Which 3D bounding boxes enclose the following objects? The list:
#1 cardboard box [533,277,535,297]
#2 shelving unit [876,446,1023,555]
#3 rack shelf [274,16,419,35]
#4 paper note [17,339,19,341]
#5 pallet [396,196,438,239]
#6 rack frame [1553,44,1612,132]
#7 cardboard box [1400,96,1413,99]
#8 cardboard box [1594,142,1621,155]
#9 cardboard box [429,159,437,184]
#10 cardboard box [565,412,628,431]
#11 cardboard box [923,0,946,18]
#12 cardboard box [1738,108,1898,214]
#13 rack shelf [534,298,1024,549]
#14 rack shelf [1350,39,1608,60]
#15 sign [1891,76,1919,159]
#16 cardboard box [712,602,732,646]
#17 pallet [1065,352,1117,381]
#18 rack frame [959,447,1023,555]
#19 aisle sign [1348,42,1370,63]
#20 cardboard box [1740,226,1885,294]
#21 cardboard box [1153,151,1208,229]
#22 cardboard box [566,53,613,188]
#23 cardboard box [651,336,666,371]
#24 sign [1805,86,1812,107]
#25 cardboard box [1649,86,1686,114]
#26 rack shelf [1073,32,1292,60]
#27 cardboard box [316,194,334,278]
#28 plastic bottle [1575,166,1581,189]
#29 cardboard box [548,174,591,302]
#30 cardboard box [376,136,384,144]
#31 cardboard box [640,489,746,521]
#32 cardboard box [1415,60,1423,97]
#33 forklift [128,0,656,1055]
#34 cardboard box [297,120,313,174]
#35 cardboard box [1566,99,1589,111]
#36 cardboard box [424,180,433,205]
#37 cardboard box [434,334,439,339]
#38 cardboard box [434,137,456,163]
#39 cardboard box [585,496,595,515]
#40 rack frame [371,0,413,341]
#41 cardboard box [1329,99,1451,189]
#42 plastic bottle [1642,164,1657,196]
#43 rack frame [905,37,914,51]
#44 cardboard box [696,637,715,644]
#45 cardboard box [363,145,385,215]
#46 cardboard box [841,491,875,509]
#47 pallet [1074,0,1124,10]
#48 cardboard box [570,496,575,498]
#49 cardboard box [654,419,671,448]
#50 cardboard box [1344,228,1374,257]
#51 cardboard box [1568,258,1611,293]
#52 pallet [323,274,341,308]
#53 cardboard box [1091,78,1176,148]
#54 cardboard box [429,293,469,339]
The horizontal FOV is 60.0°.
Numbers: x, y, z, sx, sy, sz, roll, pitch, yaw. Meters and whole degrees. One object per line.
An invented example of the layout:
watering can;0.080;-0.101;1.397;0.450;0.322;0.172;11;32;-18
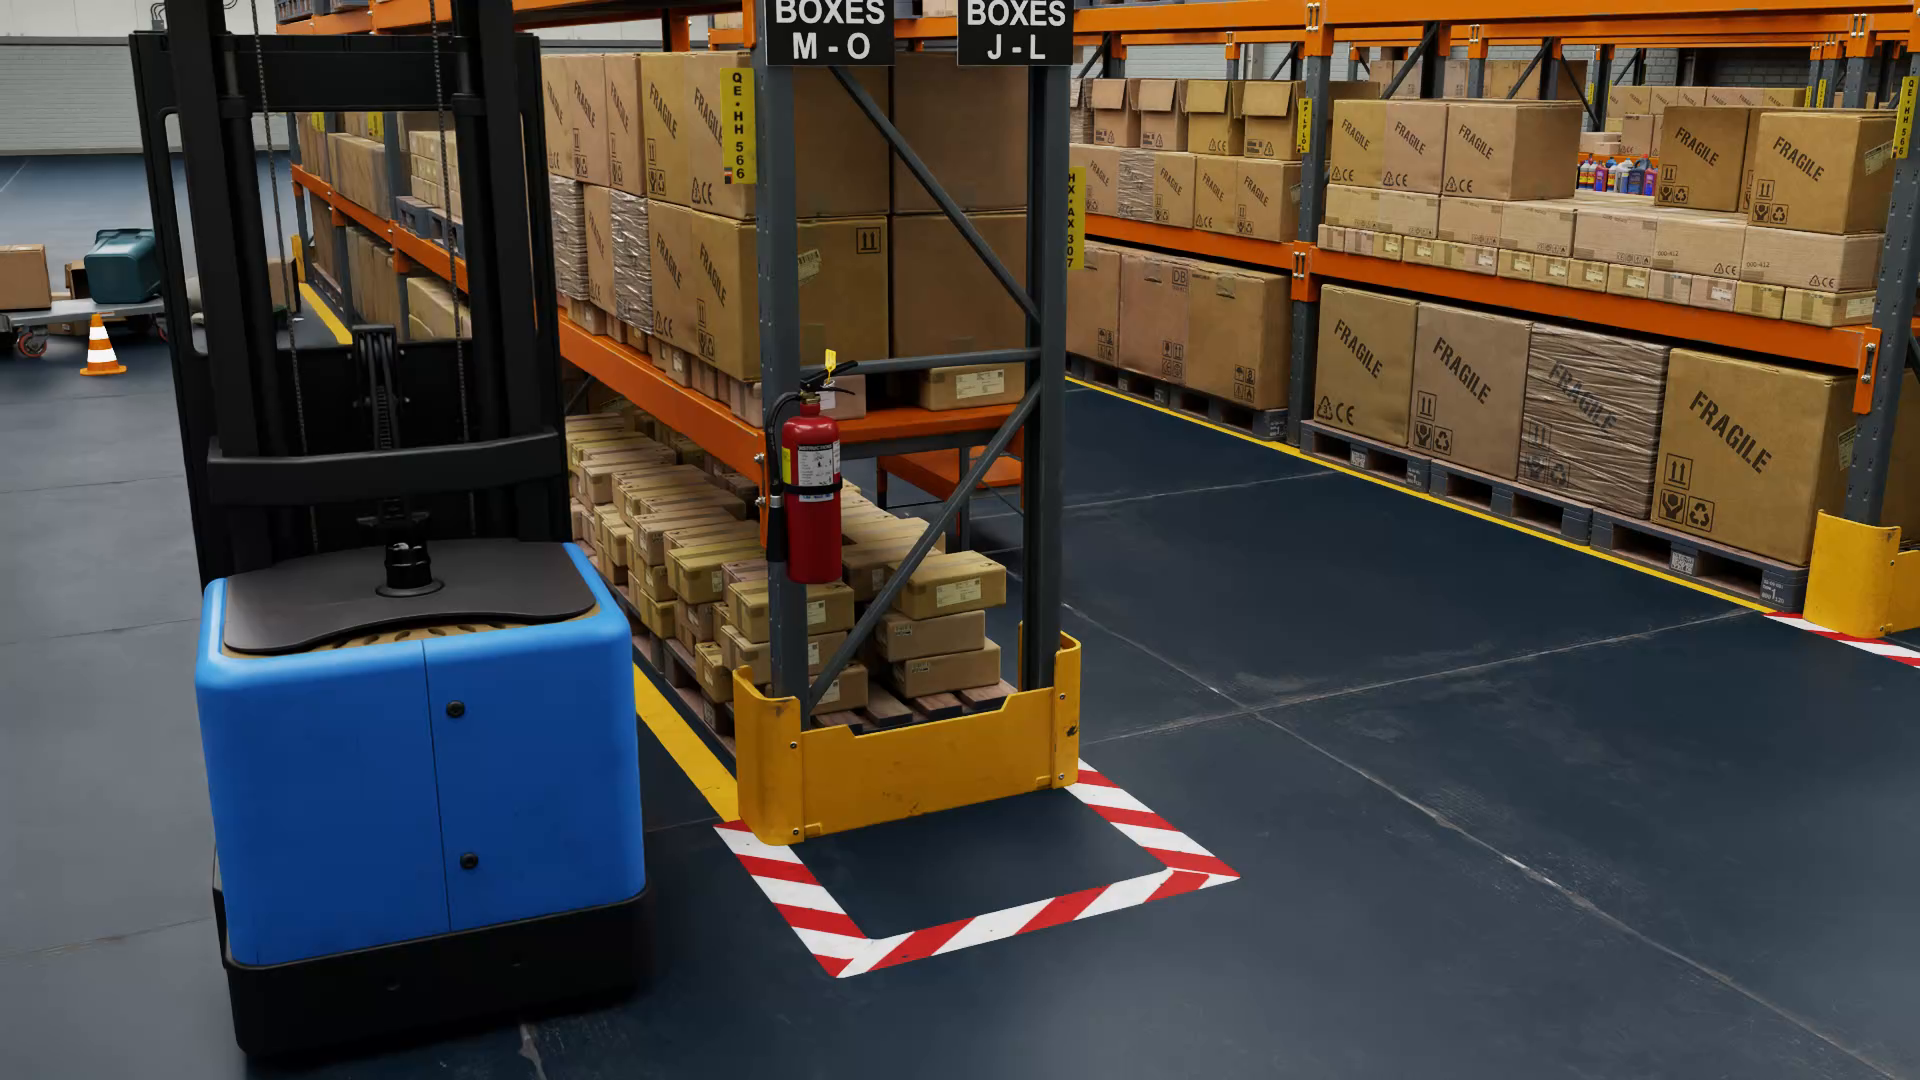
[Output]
cardboard box;-1.874;-1.255;8.141;0.380;0.149;0.250;-7;17;-23
shelving unit;0.003;-0.539;8.590;0.538;1.125;1.048;-8;18;-25
rack shelf;-6.265;-5.116;17.007;1.077;0.370;4.000;-8;18;-25
paper note;-8.493;-1.812;15.008;0.148;0.019;0.142;-8;18;-25
pallet;-3.229;-2.276;11.593;1.213;0.211;1.003;-8;18;-25
rack frame;8.021;-5.295;21.763;1.000;3.000;0.127;-8;18;-25
cardboard box;6.581;-6.333;24.024;0.380;0.149;0.250;-8;18;-26
cardboard box;8.225;-4.930;20.946;0.380;0.149;0.250;-8;18;-25
cardboard box;-3.254;-2.417;10.890;0.380;0.149;0.250;-8;18;-25
cardboard box;-1.919;-0.548;8.550;0.380;0.149;0.250;-7;17;-23
cardboard box;-0.009;-4.811;14.911;0.500;0.250;0.500;-7;17;-23
cardboard box;4.185;-1.830;8.063;0.500;0.500;0.500;-8;18;-26
rack shelf;-1.008;-0.699;7.052;1.077;0.370;4.000;-8;18;-25
rack shelf;7.145;-6.887;23.177;1.077;0.370;4.000;-8;18;-25
sign;3.877;-1.731;6.817;0.100;0.325;0.005;-8;18;-25
cardboard box;-0.686;0.309;6.104;0.380;0.149;0.250;-8;18;-26
pallet;1.144;-1.562;13.810;1.003;0.211;1.213;-8;18;-25
rack frame;0.226;-0.413;8.150;0.500;1.125;0.032;-8;18;-25
aisle sign;5.964;-7.515;24.789;0.394;0.787;0.004;-8;18;-25
cardboard box;3.920;-1.282;7.513;0.500;0.250;0.500;-8;18;-26
cardboard box;1.723;-2.498;11.837;0.500;0.500;0.500;-8;18;-26
cardboard box;-1.248;-1.688;6.662;0.500;0.500;0.500;-8;18;-27
cardboard box;-0.949;-0.731;6.314;0.380;0.149;0.250;-9;18;-27
sign;11.988;-6.243;23.498;0.100;0.325;0.005;-8;18;-25
cardboard box;11.087;-6.777;25.804;0.500;0.500;0.500;-8;18;-27
rack shelf;2.690;-6.289;21.094;1.077;0.370;4.000;-8;18;-25
cardboard box;-6.397;-3.319;17.967;0.875;0.875;0.875;-8;18;-26
plastic bottle;5.539;-3.292;14.996;0.061;0.283;0.133;-8;18;-25
cardboard box;-1.482;-1.327;7.217;0.500;0.500;0.500;-8;18;-26
cardboard box;-4.274;-3.426;13.257;0.700;0.500;0.500;-8;18;-26
cardboard box;-1.118;-0.096;6.974;0.380;0.149;0.250;-8;18;-27
cardboard box;6.941;-6.573;23.685;0.700;0.500;0.500;-8;18;-25
forklift;-1.842;-0.507;5.202;1.130;2.935;3.031;-6;17;-21
cardboard box;-6.545;-4.214;17.725;0.875;0.550;0.550;-8;18;-25
cardboard box;8.077;-5.745;21.974;0.380;0.149;0.250;-8;18;-25
cardboard box;-3.386;-2.345;11.178;0.380;0.149;0.250;-7;17;-22
cardboard box;-3.103;-1.076;10.831;0.500;0.500;0.500;-8;18;-26
cardboard box;-3.149;-2.501;10.644;0.380;0.149;0.250;-7;17;-22
cardboard box;-1.567;-0.211;7.917;0.380;0.149;0.250;-9;18;-28
rack frame;-3.637;-2.532;12.137;1.000;3.000;0.127;-8;18;-25
cardboard box;2.599;-2.397;10.037;0.500;0.500;0.500;-8;18;-25
plastic bottle;5.924;-3.074;14.237;0.061;0.283;0.133;-8;18;-25
rack frame;-0.886;-4.099;17.595;1.000;3.000;0.127;-8;18;-25
cardboard box;-0.792;0.387;6.371;0.380;0.149;0.250;-8;18;-25
cardboard box;-4.292;-2.784;12.831;0.500;0.500;0.500;-8;18;-25
cardboard box;-0.576;-0.090;6.956;0.380;0.149;0.250;-7;17;-23
pallet;1.196;-4.305;13.217;1.213;0.211;1.003;-7;17;-22
cardboard box;-1.897;-0.177;8.337;0.380;0.149;0.250;-7;17;-23
cardboard box;-1.347;-0.543;8.533;0.380;0.149;0.250;-7;18;-24
cardboard box;2.564;-1.815;10.095;0.380;0.149;0.250;-8;18;-27
cardboard box;3.356;-1.368;8.536;0.380;0.149;0.250;-8;18;-25
pallet;-6.190;-2.685;17.724;1.003;0.211;1.213;-8;18;-25
cardboard box;1.455;-3.292;12.784;0.797;0.503;0.637;-7;18;-24
cardboard box;-3.125;-1.443;10.752;0.500;0.250;0.500;-8;18;-24
